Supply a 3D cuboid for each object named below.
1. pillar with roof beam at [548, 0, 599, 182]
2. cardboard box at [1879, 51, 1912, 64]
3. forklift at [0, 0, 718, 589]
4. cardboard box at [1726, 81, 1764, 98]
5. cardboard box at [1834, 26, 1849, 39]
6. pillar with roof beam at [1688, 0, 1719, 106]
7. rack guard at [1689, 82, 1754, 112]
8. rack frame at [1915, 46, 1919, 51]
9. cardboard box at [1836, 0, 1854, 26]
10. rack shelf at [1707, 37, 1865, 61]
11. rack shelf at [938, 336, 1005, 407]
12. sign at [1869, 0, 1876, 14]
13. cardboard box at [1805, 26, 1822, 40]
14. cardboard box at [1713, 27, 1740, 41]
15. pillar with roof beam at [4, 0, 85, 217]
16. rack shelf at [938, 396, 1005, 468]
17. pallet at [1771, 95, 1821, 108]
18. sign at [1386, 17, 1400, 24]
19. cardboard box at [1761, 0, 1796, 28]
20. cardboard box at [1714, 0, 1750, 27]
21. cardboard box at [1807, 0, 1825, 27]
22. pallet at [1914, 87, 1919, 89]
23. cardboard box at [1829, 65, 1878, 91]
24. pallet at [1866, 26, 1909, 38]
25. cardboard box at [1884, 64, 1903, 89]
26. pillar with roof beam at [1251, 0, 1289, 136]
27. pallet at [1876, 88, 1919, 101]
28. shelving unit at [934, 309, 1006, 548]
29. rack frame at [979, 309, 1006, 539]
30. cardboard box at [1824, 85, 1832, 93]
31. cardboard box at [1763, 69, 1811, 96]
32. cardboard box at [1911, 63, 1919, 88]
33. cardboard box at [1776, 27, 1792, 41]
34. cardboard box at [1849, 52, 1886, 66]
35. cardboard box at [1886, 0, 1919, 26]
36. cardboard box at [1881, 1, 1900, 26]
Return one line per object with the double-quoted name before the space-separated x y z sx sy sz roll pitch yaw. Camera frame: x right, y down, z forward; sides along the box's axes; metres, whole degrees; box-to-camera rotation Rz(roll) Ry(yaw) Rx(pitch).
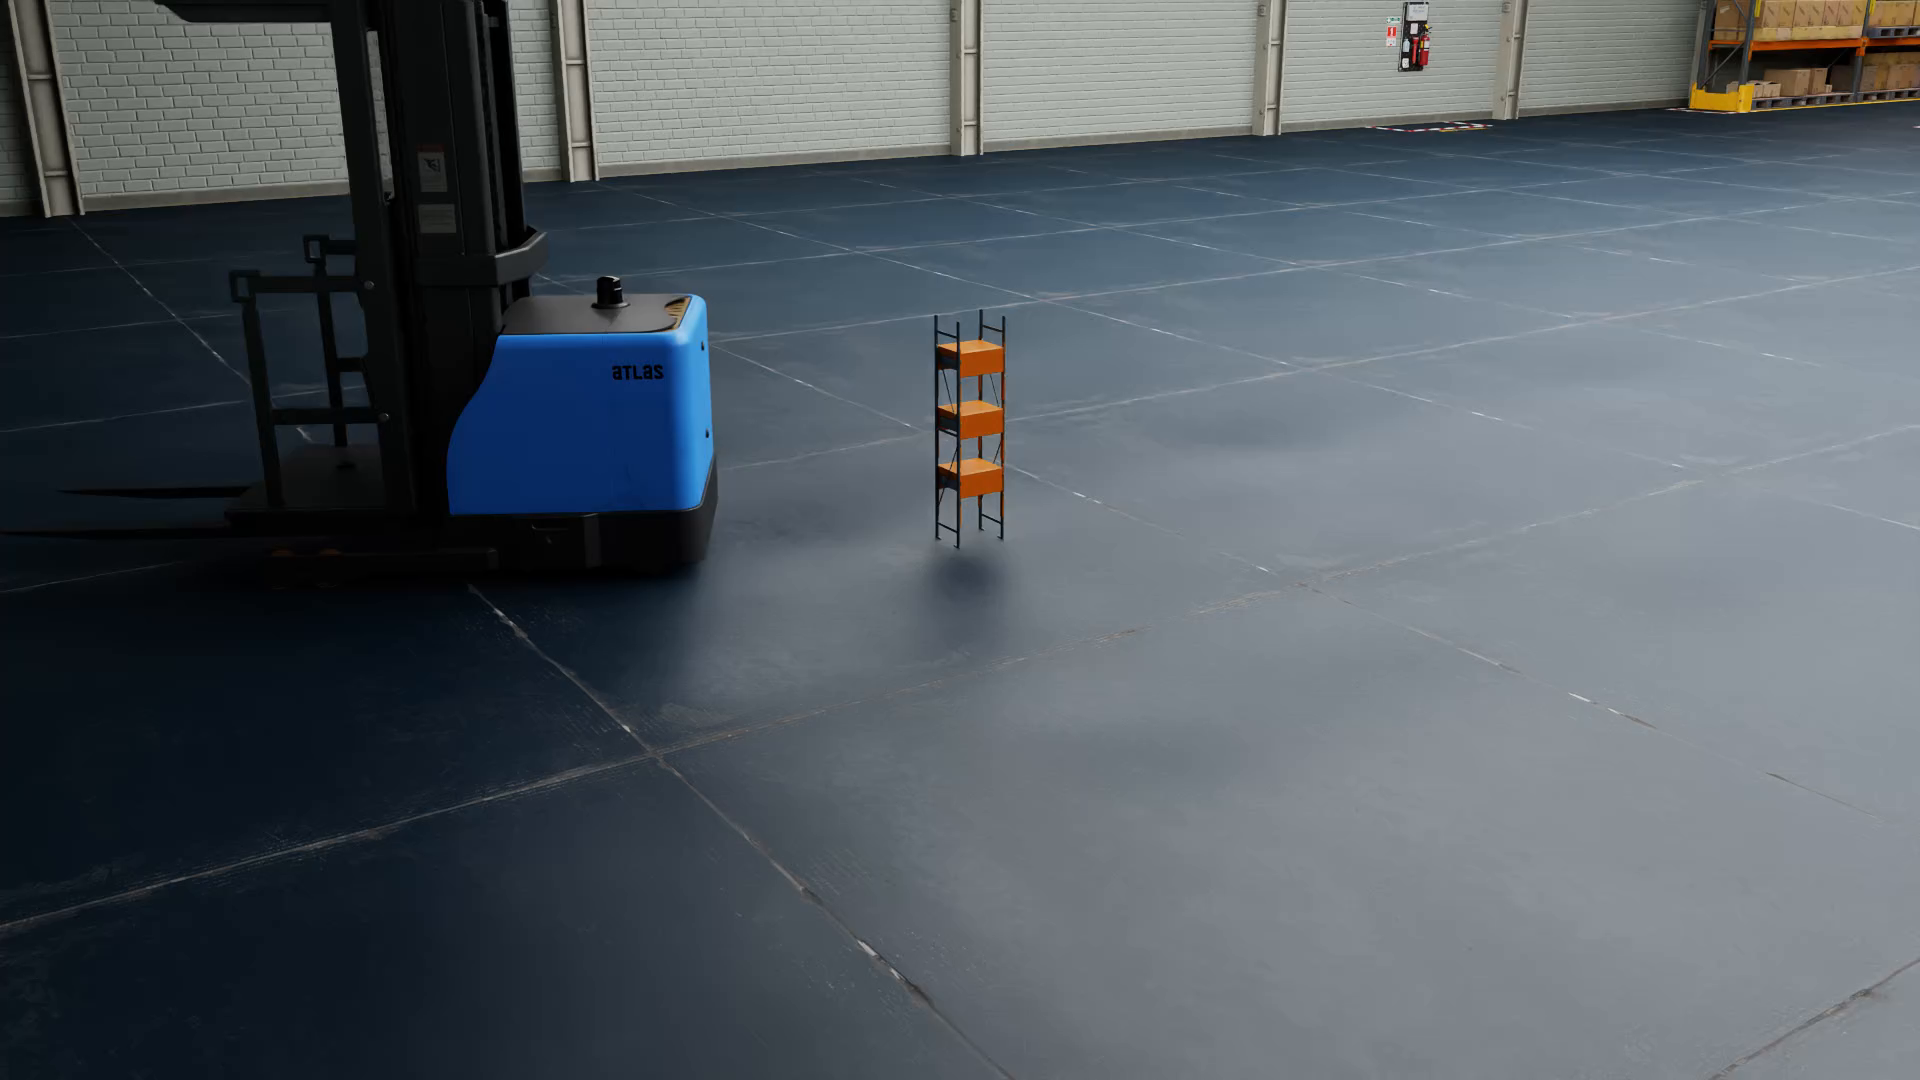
"pillar with roof beam" -2.546 -7.773 16.687 0.400 9.000 9.100 -12 22 -31
"cardboard box" 20.193 -10.428 35.951 0.500 0.250 0.500 -12 22 -32
"forklift" -2.662 -1.353 7.170 3.031 2.935 1.130 -1 19 -4
"cardboard box" 15.649 -8.988 33.159 0.500 0.311 0.500 -15 24 -37
"cardboard box" 17.713 -10.349 33.874 0.500 0.250 0.500 -12 22 -31
"pillar with roof beam" 17.498 -12.001 29.191 0.400 9.000 9.100 -12 22 -31
"rack guard" 15.085 -8.785 32.949 0.348 0.500 1.175 -12 22 -31
"rack frame" 21.703 -11.365 36.677 0.127 3.000 1.000 -12 22 -31
"cardboard box" 17.724 -10.698 33.738 0.500 0.500 0.500 -12 22 -32
"rack shelf" 16.692 -9.967 33.666 4.000 0.370 1.077 -12 22 -31
"rack shelf" 0.045 -0.766 7.517 0.240 0.259 0.215 -12 22 -31
"sign" 18.667 -10.926 34.029 0.005 0.325 0.100 -12 22 -31
"cardboard box" 16.882 -10.167 33.337 0.500 0.250 0.500 -12 22 -31
"cardboard box" 15.305 -10.028 32.927 0.500 0.250 0.500 -12 22 -31
"pillar with roof beam" -7.557 -6.717 13.561 0.400 9.000 9.100 -12 22 -31
"rack shelf" 0.045 -0.497 7.608 0.240 0.259 0.215 -12 22 -31
"pallet" 16.801 -8.995 34.022 1.213 0.211 1.003 -12 22 -31
"sign" 7.525 -9.025 28.873 0.331 0.109 0.001 -12 22 -31
"cardboard box" 16.004 -10.337 32.671 0.500 0.500 0.500 -12 22 -31
"cardboard box" 15.298 -10.389 32.824 0.500 0.500 0.500 -12 22 -32
"cardboard box" 16.863 -10.521 33.213 0.500 0.500 0.500 -11 22 -30
"pallet" 21.049 -9.906 36.718 1.213 0.211 1.003 -12 22 -31
"cardboard box" 18.968 -9.819 35.320 0.500 0.500 0.700 -11 22 -30
"pallet" 19.080 -10.665 34.907 1.213 0.211 1.003 -12 22 -31
"cardboard box" 19.820 -10.002 35.863 0.500 0.500 0.700 -12 22 -31
"pillar with roof beam" 7.476 -9.887 22.939 0.400 9.000 9.100 -12 22 -31
"pallet" 20.032 -9.693 36.086 1.213 0.211 1.003 -12 22 -31
"shelving unit" 0.045 -0.507 7.605 0.252 1.050 0.215 -12 22 -31
"rack frame" 0.147 -0.528 7.668 0.008 1.050 0.200 -12 22 -31
"cardboard box" 17.932 -9.424 34.674 0.250 0.166 0.380 -16 24 -38
"cardboard box" 16.765 -9.294 33.768 0.500 0.500 0.700 -14 23 -35
"cardboard box" 20.636 -10.189 36.414 0.500 0.500 0.700 -12 22 -31
"cardboard box" 16.029 -9.990 32.815 0.500 0.250 0.500 -13 22 -33
"cardboard box" 19.334 -10.252 35.432 0.500 0.250 0.500 -12 22 -33
"cardboard box" 20.288 -11.310 35.671 0.500 0.500 0.700 -12 22 -31
"cardboard box" 19.277 -11.093 35.030 0.500 0.500 0.700 -9 21 -26
